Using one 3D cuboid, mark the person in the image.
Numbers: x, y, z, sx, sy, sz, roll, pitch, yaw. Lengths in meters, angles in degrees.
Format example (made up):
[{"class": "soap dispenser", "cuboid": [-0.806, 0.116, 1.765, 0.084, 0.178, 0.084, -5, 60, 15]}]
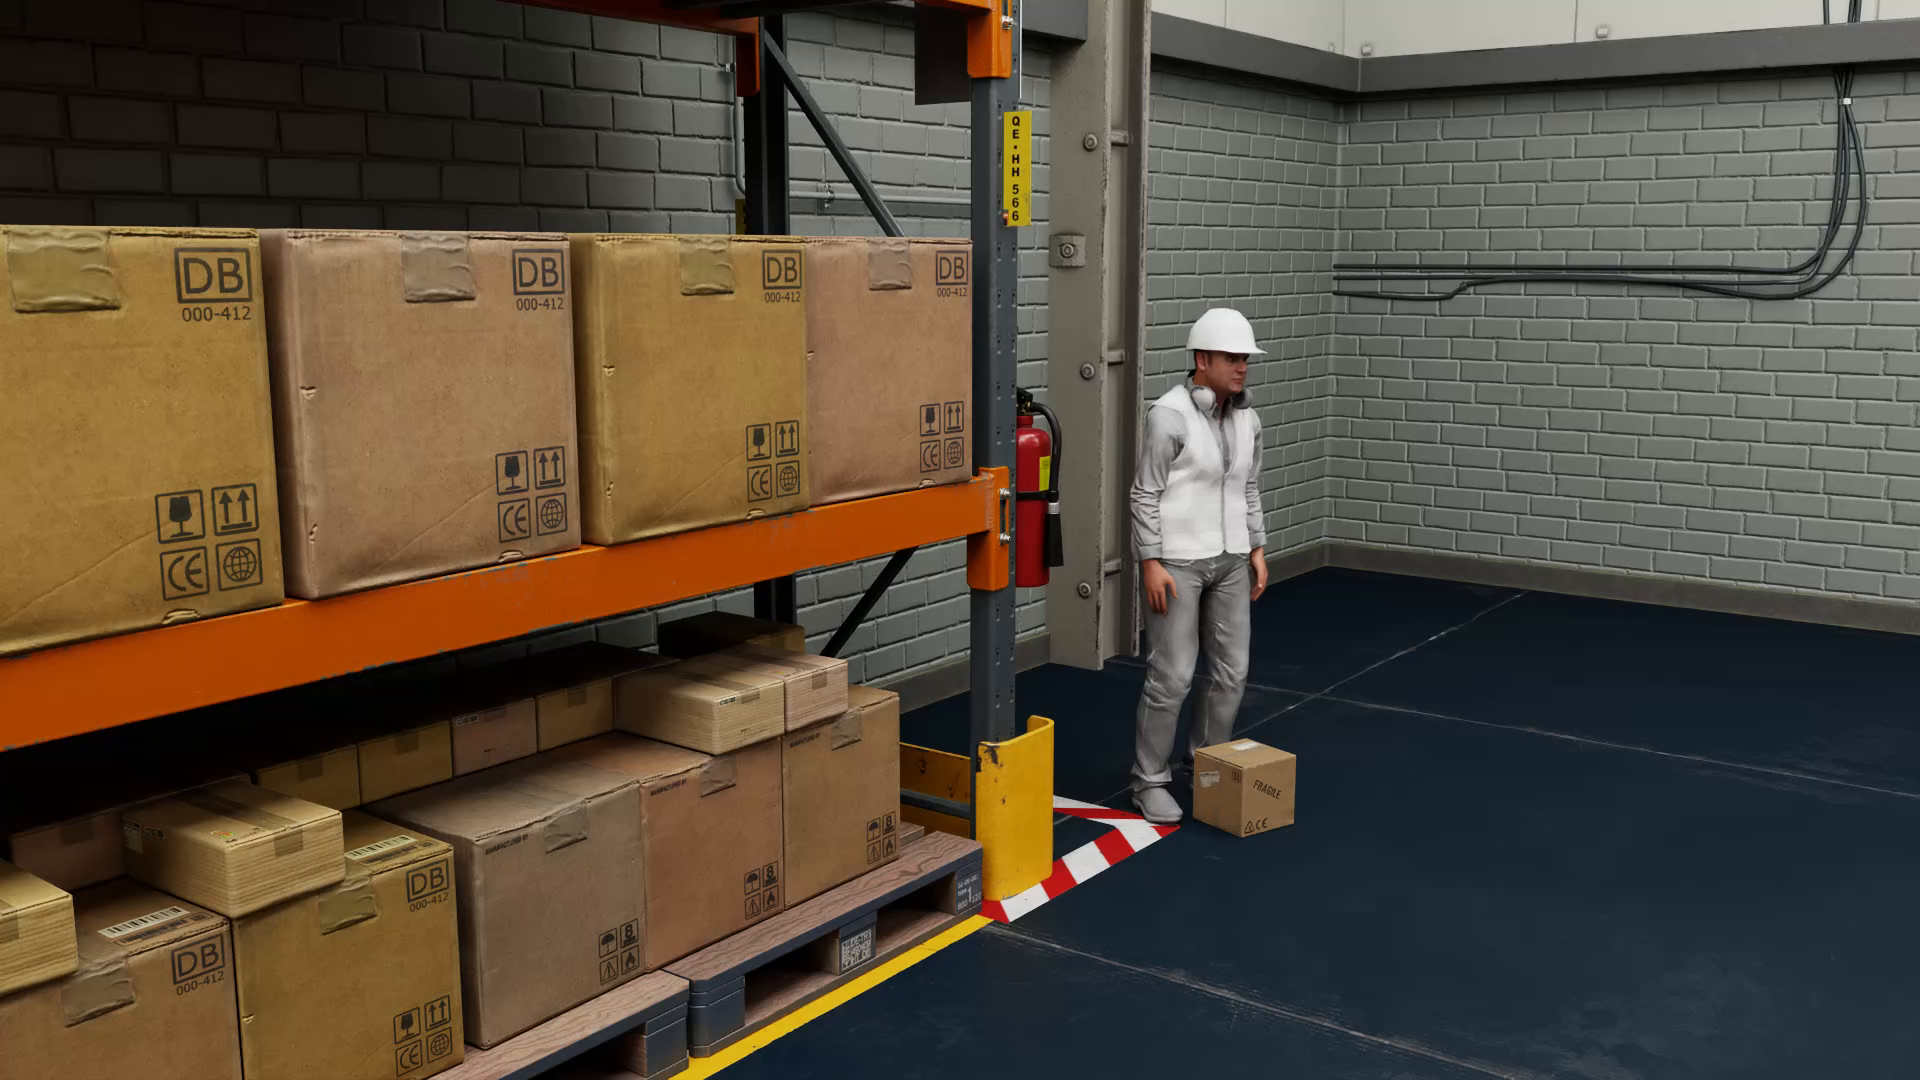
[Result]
[{"class": "person", "cuboid": [0.851, 0.074, 5.880, 0.589, 1.772, 0.461, -7, 12, -34]}]
